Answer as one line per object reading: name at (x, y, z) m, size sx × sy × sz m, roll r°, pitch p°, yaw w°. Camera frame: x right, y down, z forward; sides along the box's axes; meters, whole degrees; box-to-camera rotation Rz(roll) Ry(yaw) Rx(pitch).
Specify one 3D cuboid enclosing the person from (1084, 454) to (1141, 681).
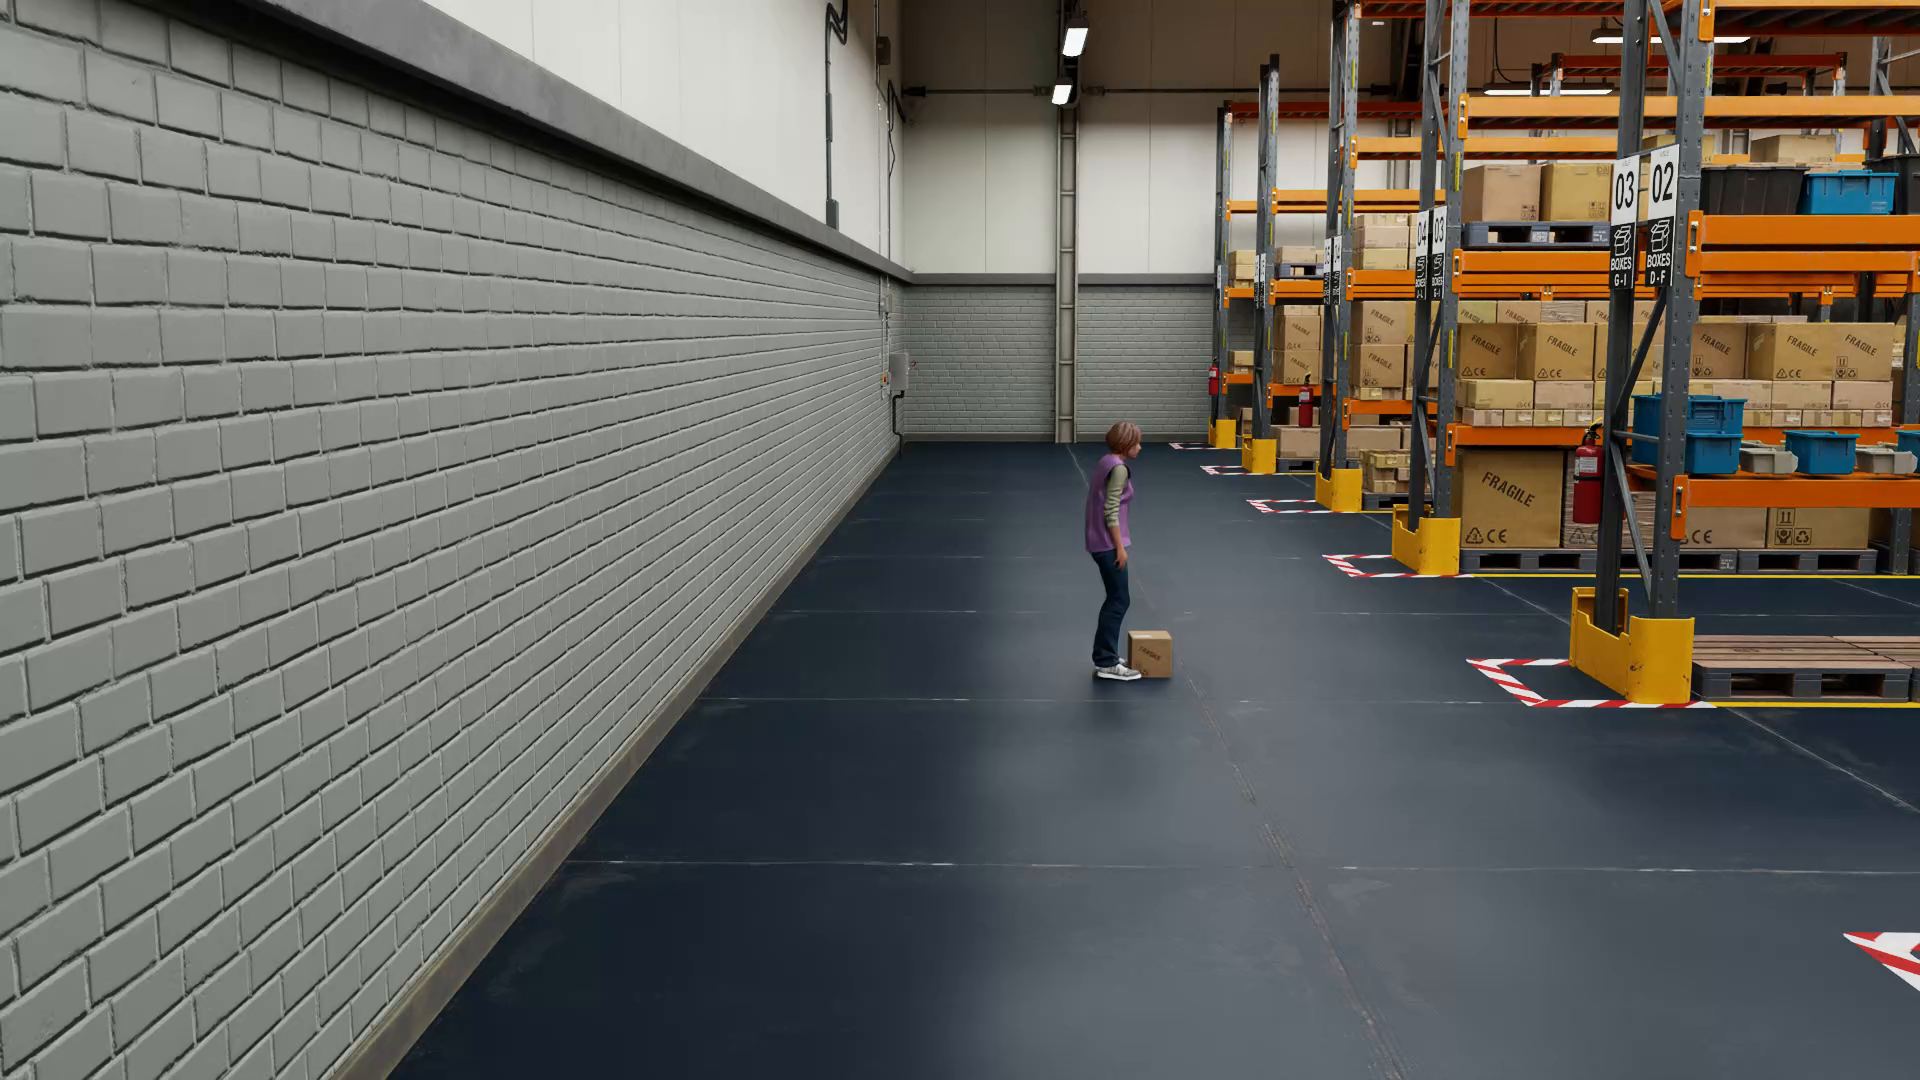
person at (2.303, -0.102, 5.430) m, size 2.805 × 3.194 × 10.346 m, roll 0°, pitch 7°, yaw -1°
